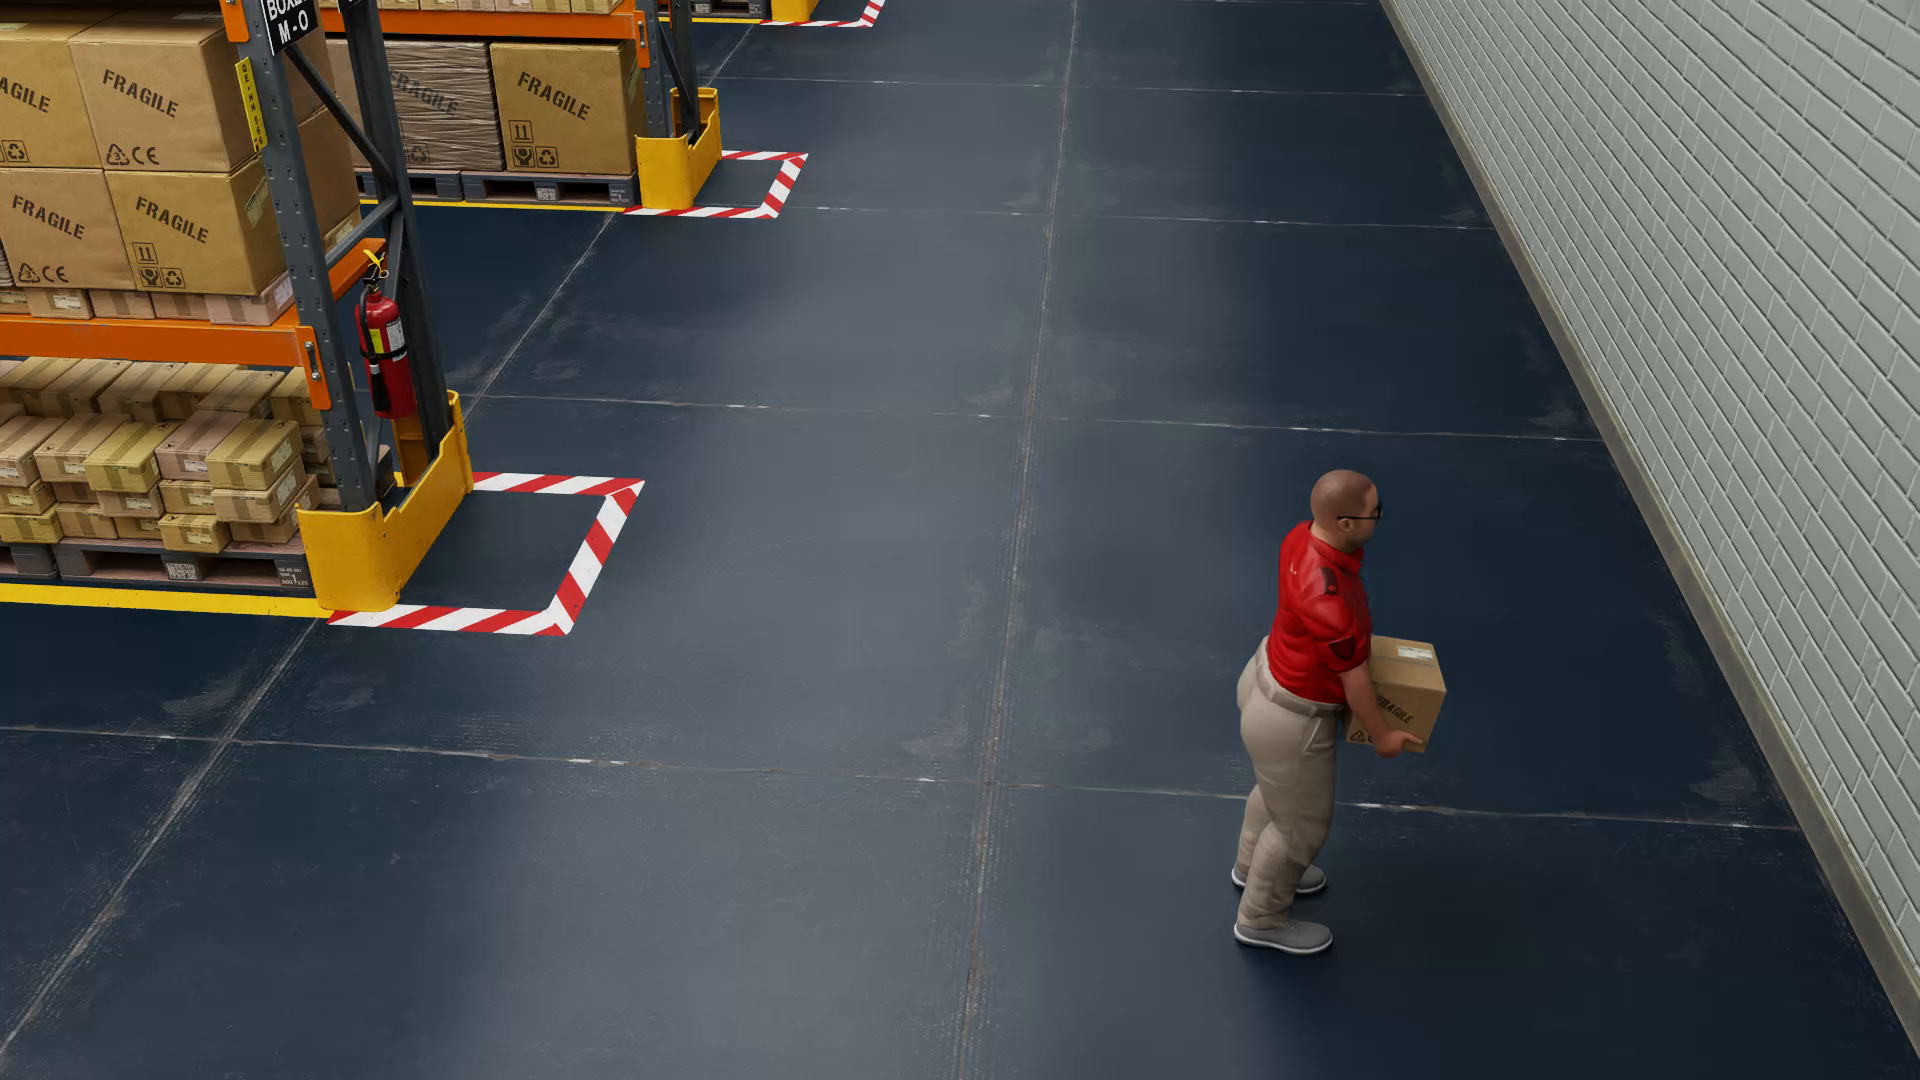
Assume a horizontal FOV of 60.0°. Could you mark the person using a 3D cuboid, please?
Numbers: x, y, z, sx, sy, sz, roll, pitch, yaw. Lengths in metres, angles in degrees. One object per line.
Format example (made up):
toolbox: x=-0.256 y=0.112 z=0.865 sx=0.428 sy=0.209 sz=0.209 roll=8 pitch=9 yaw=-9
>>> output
person: x=1.164 y=0.540 z=5.292 sx=0.558 sy=1.724 sz=0.488 roll=2 pitch=32 yaw=3
